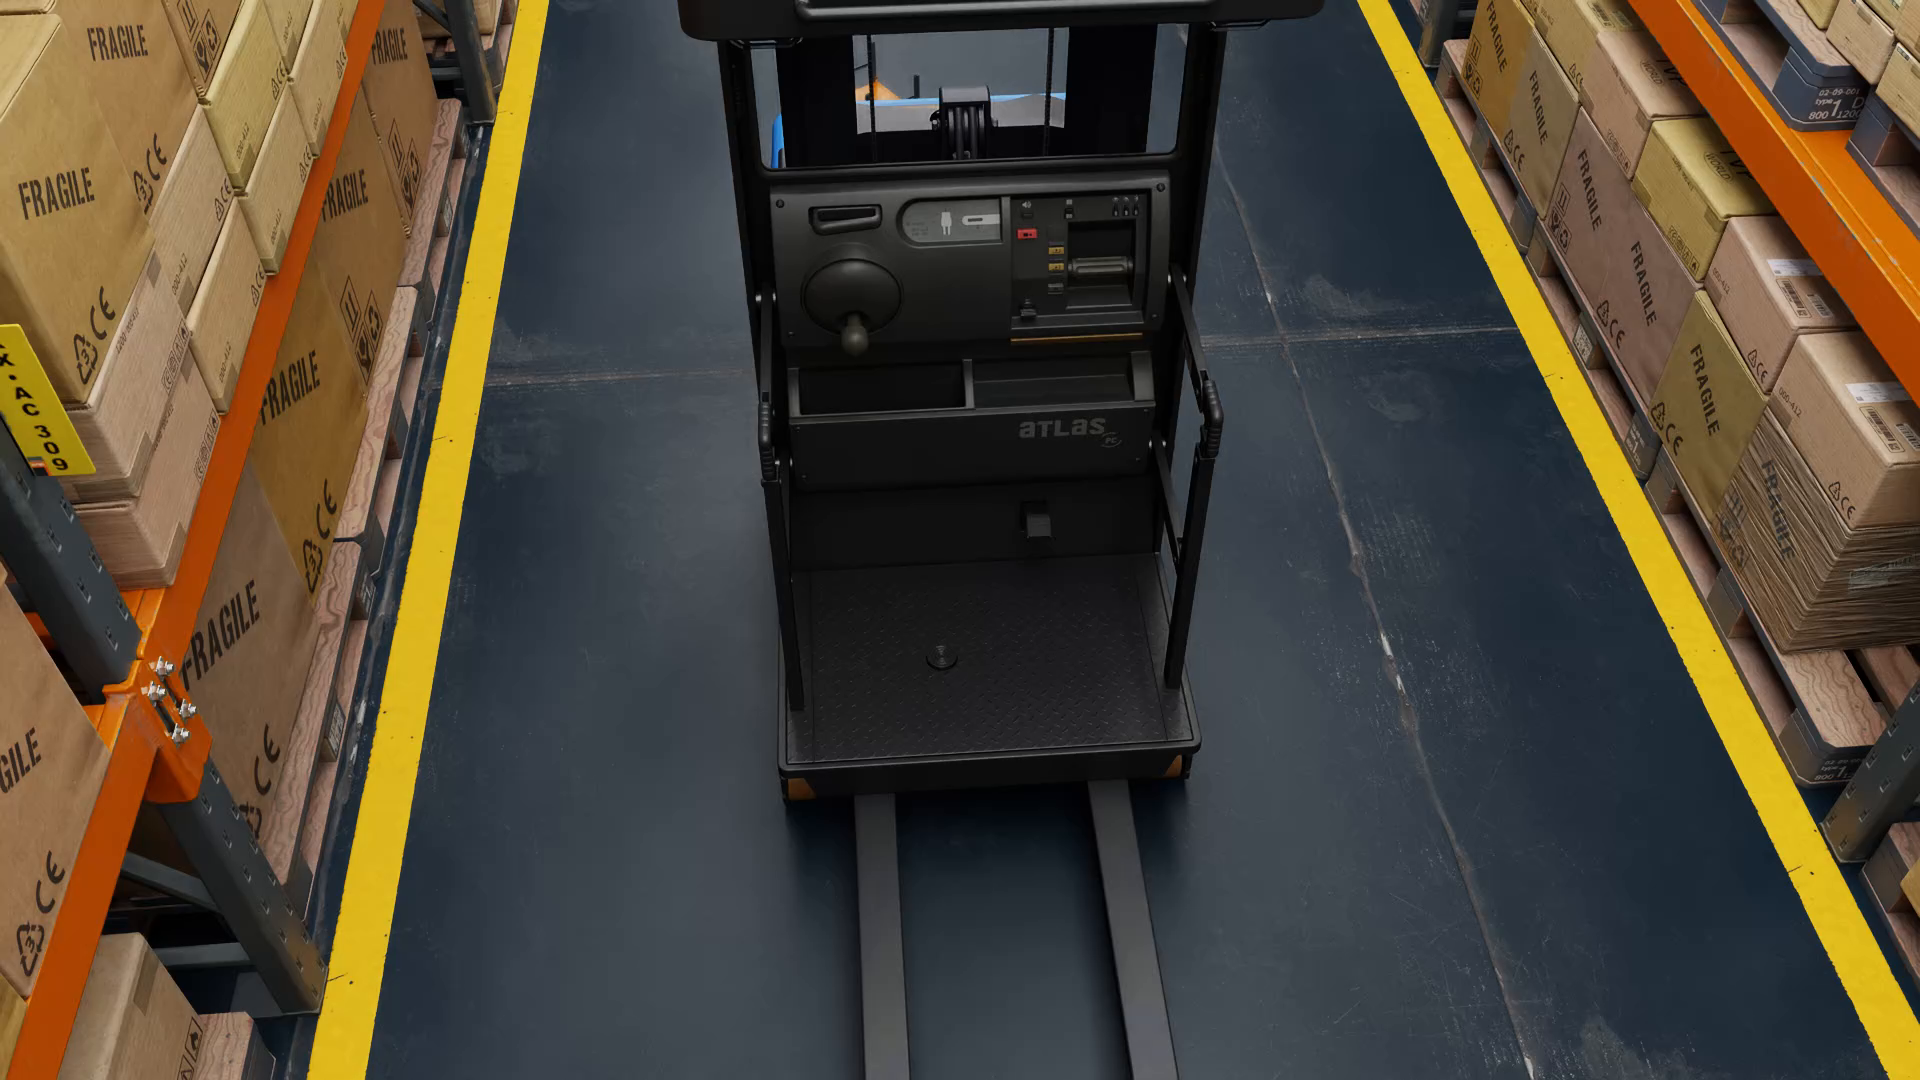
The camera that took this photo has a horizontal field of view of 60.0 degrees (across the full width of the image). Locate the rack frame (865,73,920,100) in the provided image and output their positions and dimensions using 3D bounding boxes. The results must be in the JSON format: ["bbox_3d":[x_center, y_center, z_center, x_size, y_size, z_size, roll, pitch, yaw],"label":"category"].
[{"bbox_3d":[-0.210,-1.050,5.521,0.200,1.050,0.008,-28,53,-24],"label":"rack frame"}]

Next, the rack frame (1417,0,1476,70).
[{"bbox_3d":[2.497,-3.134,6.152,1.000,3.000,0.127,-3,47,-3],"label":"rack frame"}]

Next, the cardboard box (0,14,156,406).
[{"bbox_3d":[-1.842,-0.580,2.976,0.500,0.500,0.500,-3,47,-3],"label":"cardboard box"}]

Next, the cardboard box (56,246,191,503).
[{"bbox_3d":[-1.848,-0.322,3.248,0.500,0.250,0.500,-5,47,-4],"label":"cardboard box"}]

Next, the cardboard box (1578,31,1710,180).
[{"bbox_3d":[2.385,-1.437,5.461,0.500,0.250,0.500,-3,47,-3],"label":"cardboard box"}]

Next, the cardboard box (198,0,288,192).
[{"bbox_3d":[-1.935,-1.064,3.951,0.500,0.250,0.500,-3,47,-3],"label":"cardboard box"}]

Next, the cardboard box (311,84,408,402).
[{"bbox_3d":[-2.381,-1.023,5.327,0.875,0.875,0.875,-3,47,-3],"label":"cardboard box"}]

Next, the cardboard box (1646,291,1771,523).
[{"bbox_3d":[2.477,-0.416,5.010,0.500,0.500,0.500,-4,47,-4],"label":"cardboard box"}]

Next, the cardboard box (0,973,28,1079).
[{"bbox_3d":[-1.750,0.792,2.365,0.500,0.500,0.500,-5,47,-4],"label":"cardboard box"}]

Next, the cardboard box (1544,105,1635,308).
[{"bbox_3d":[2.395,-1.157,5.712,0.500,0.500,0.500,-5,47,-4],"label":"cardboard box"}]

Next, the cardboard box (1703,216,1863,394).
[{"bbox_3d":[2.488,-0.679,4.743,0.500,0.250,0.500,-1,47,-1],"label":"cardboard box"}]

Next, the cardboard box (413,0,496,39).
[{"bbox_3d":[-2.464,-2.410,6.987,0.950,0.372,0.625,-6,47,-6],"label":"cardboard box"}]

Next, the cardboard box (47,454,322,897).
[{"bbox_3d":[-2.224,0.277,4.096,0.875,0.875,0.875,-2,47,-2],"label":"cardboard box"}]

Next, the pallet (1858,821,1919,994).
[{"bbox_3d":[2.924,1.203,3.965,1.003,0.211,1.213,-3,47,-3],"label":"pallet"}]

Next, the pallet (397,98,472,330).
[{"bbox_3d":[-2.436,-1.226,6.266,1.003,0.211,1.213,-3,47,-3],"label":"pallet"}]

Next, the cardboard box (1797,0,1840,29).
[{"bbox_3d":[2.489,-1.515,4.503,0.380,0.149,0.250,-2,47,-2],"label":"cardboard box"}]

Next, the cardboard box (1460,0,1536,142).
[{"bbox_3d":[2.302,-1.891,6.408,0.500,0.500,0.500,-5,47,-5],"label":"cardboard box"}]

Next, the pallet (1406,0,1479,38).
[{"bbox_3d":[2.506,-2.750,7.709,1.003,0.211,1.213,-3,47,-3],"label":"pallet"}]

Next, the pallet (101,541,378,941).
[{"bbox_3d":[-2.232,0.539,4.594,1.003,0.211,1.213,-3,47,-3],"label":"pallet"}]

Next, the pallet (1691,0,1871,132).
[{"bbox_3d":[2.704,-1.638,4.868,1.003,0.211,1.213,-3,47,-3],"label":"pallet"}]

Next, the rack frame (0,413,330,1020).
[{"bbox_3d":[-2.092,0.134,3.057,1.000,3.000,0.127,-3,47,-3],"label":"rack frame"}]

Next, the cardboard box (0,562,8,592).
[{"bbox_3d":[-1.777,0.081,2.350,0.500,0.500,0.500,-4,47,-4],"label":"cardboard box"}]

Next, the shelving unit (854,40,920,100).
[{"bbox_3d":[-0.282,-1.121,5.589,0.215,1.050,0.252,-28,53,-24],"label":"shelving unit"}]

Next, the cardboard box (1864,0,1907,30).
[{"bbox_3d":[2.513,-1.432,4.219,0.380,0.149,0.250,-6,47,-5],"label":"cardboard box"}]

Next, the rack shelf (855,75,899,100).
[{"bbox_3d":[-0.282,-1.309,5.390,0.215,0.259,0.240,-28,53,-24],"label":"rack shelf"}]

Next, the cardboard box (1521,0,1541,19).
[{"bbox_3d":[2.314,-2.163,6.148,0.500,0.250,0.500,-5,47,-5],"label":"cardboard box"}]

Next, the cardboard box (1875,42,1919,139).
[{"bbox_3d":[2.540,-1.123,4.131,0.380,0.149,0.250,-6,47,-5],"label":"cardboard box"}]

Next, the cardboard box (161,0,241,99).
[{"bbox_3d":[-1.952,-1.309,3.667,0.500,0.500,0.500,-5,47,-4],"label":"cardboard box"}]

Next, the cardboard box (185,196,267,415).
[{"bbox_3d":[-1.911,-0.523,3.783,0.500,0.250,0.500,-5,47,-4],"label":"cardboard box"}]

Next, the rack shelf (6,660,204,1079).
[{"bbox_3d":[-1.925,1.829,1.948,1.077,0.370,4.000,-3,47,-3],"label":"rack shelf"}]

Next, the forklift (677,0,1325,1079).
[{"bbox_3d":[0.046,-0.552,3.754,1.130,2.935,3.031,-3,47,-3],"label":"forklift"}]

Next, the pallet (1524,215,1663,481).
[{"bbox_3d":[2.660,-0.729,5.795,1.003,0.211,1.213,-3,47,-3],"label":"pallet"}]

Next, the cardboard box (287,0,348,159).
[{"bbox_3d":[-1.970,-1.257,4.478,0.500,0.250,0.500,-4,47,-4],"label":"cardboard box"}]
